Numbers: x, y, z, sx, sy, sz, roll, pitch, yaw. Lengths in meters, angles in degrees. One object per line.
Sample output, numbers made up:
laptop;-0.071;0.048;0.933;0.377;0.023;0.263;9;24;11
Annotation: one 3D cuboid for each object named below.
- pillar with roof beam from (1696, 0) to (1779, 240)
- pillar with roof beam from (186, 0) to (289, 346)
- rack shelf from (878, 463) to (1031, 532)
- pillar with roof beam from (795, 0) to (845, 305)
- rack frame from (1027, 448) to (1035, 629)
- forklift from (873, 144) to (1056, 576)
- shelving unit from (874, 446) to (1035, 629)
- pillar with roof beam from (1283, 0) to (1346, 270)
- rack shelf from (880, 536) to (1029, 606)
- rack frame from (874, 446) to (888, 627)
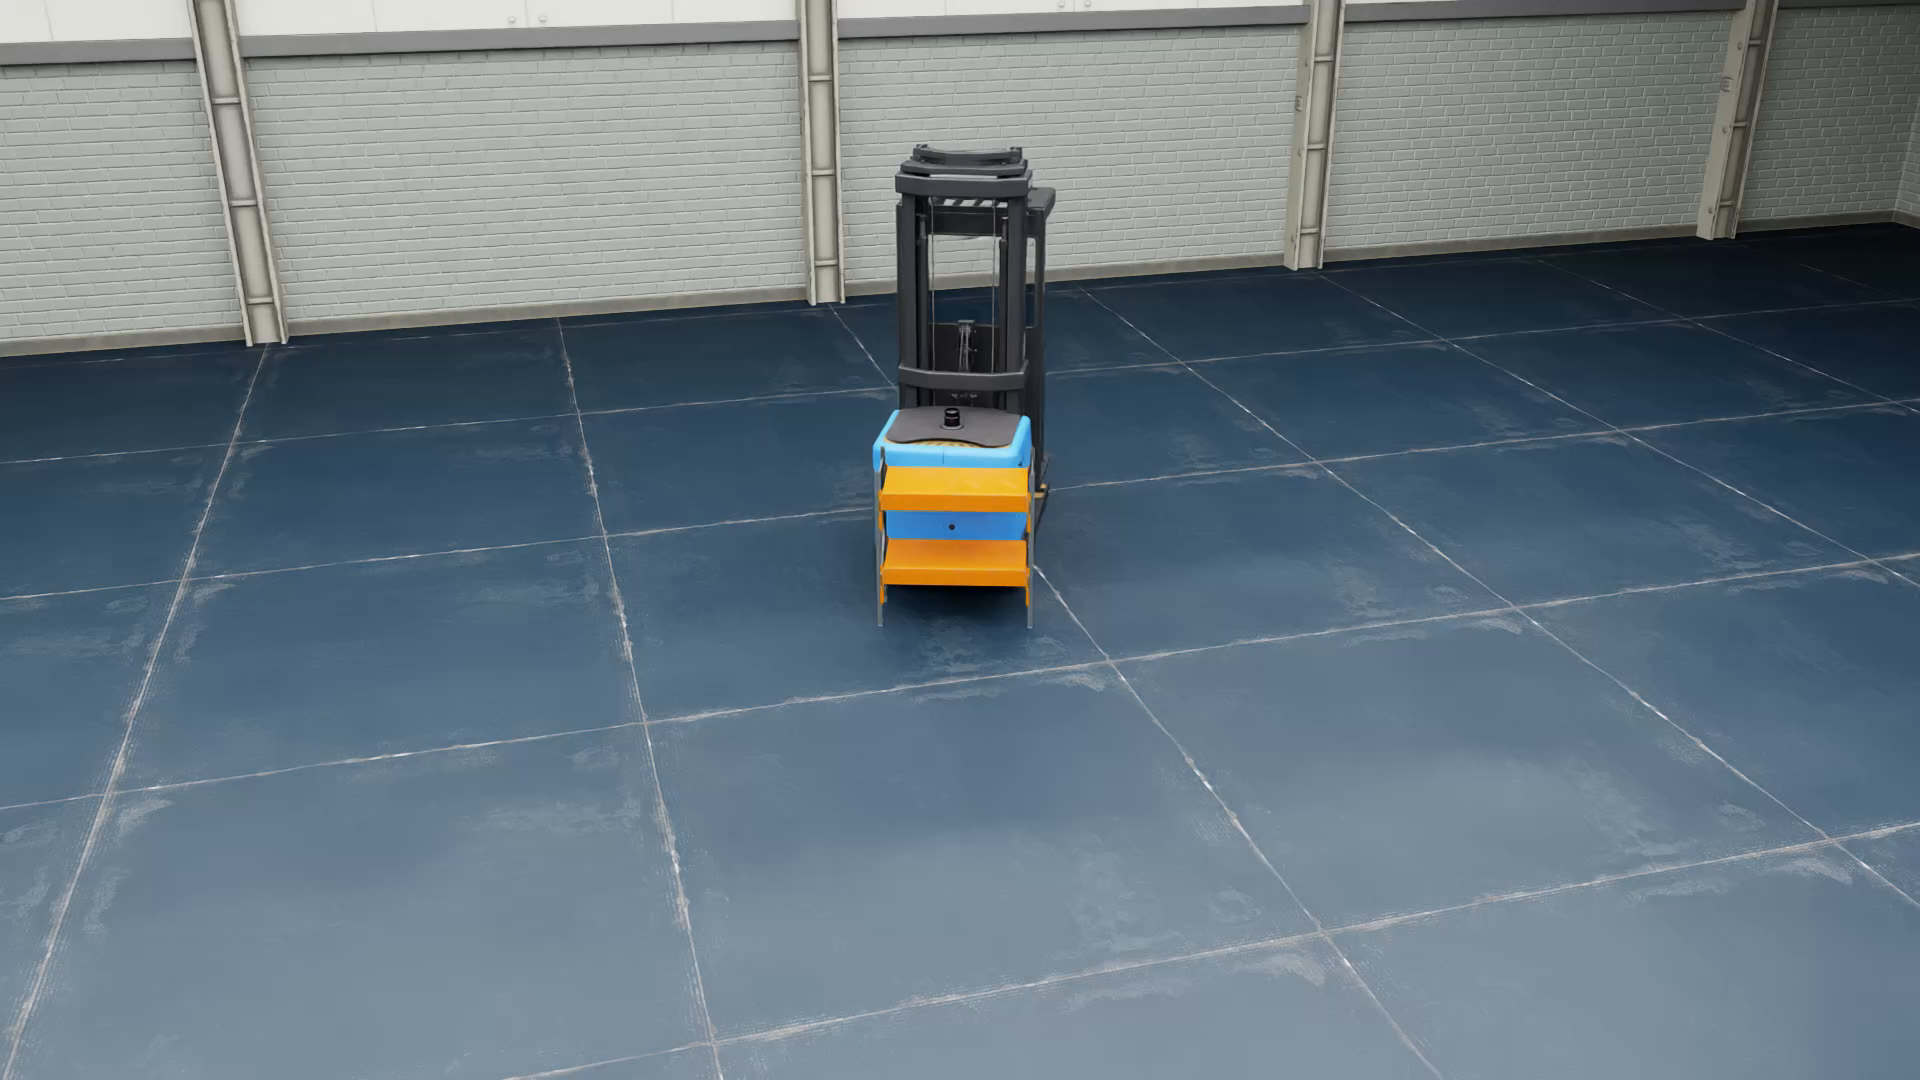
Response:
pillar with roof beam;11.175;-6.526;16.477;0.400;9.000;9.100;-6;24;-14
pillar with roof beam;-6.156;-4.609;12.009;0.400;9.000;9.100;-6;24;-14
rack shelf;-0.026;-0.287;11.178;1.000;0.278;0.538;1;23;2
pillar with roof beam;-0.379;-5.248;13.498;0.400;9.000;9.100;-6;24;-14
rack frame;0.482;-0.011;11.276;0.032;1.125;0.500;1;23;2
forklift;0.119;-1.569;12.620;1.130;2.935;3.031;4;23;8
shelving unit;-0.026;-0.018;11.295;1.048;1.125;0.538;1;23;2
pillar with roof beam;5.398;-5.887;14.987;0.400;9.000;9.100;-6;24;-14
rack shelf;-0.026;0.206;11.392;1.000;0.278;0.538;1;23;2
rack frame;-0.534;-0.026;11.313;0.032;1.125;0.500;1;23;2
